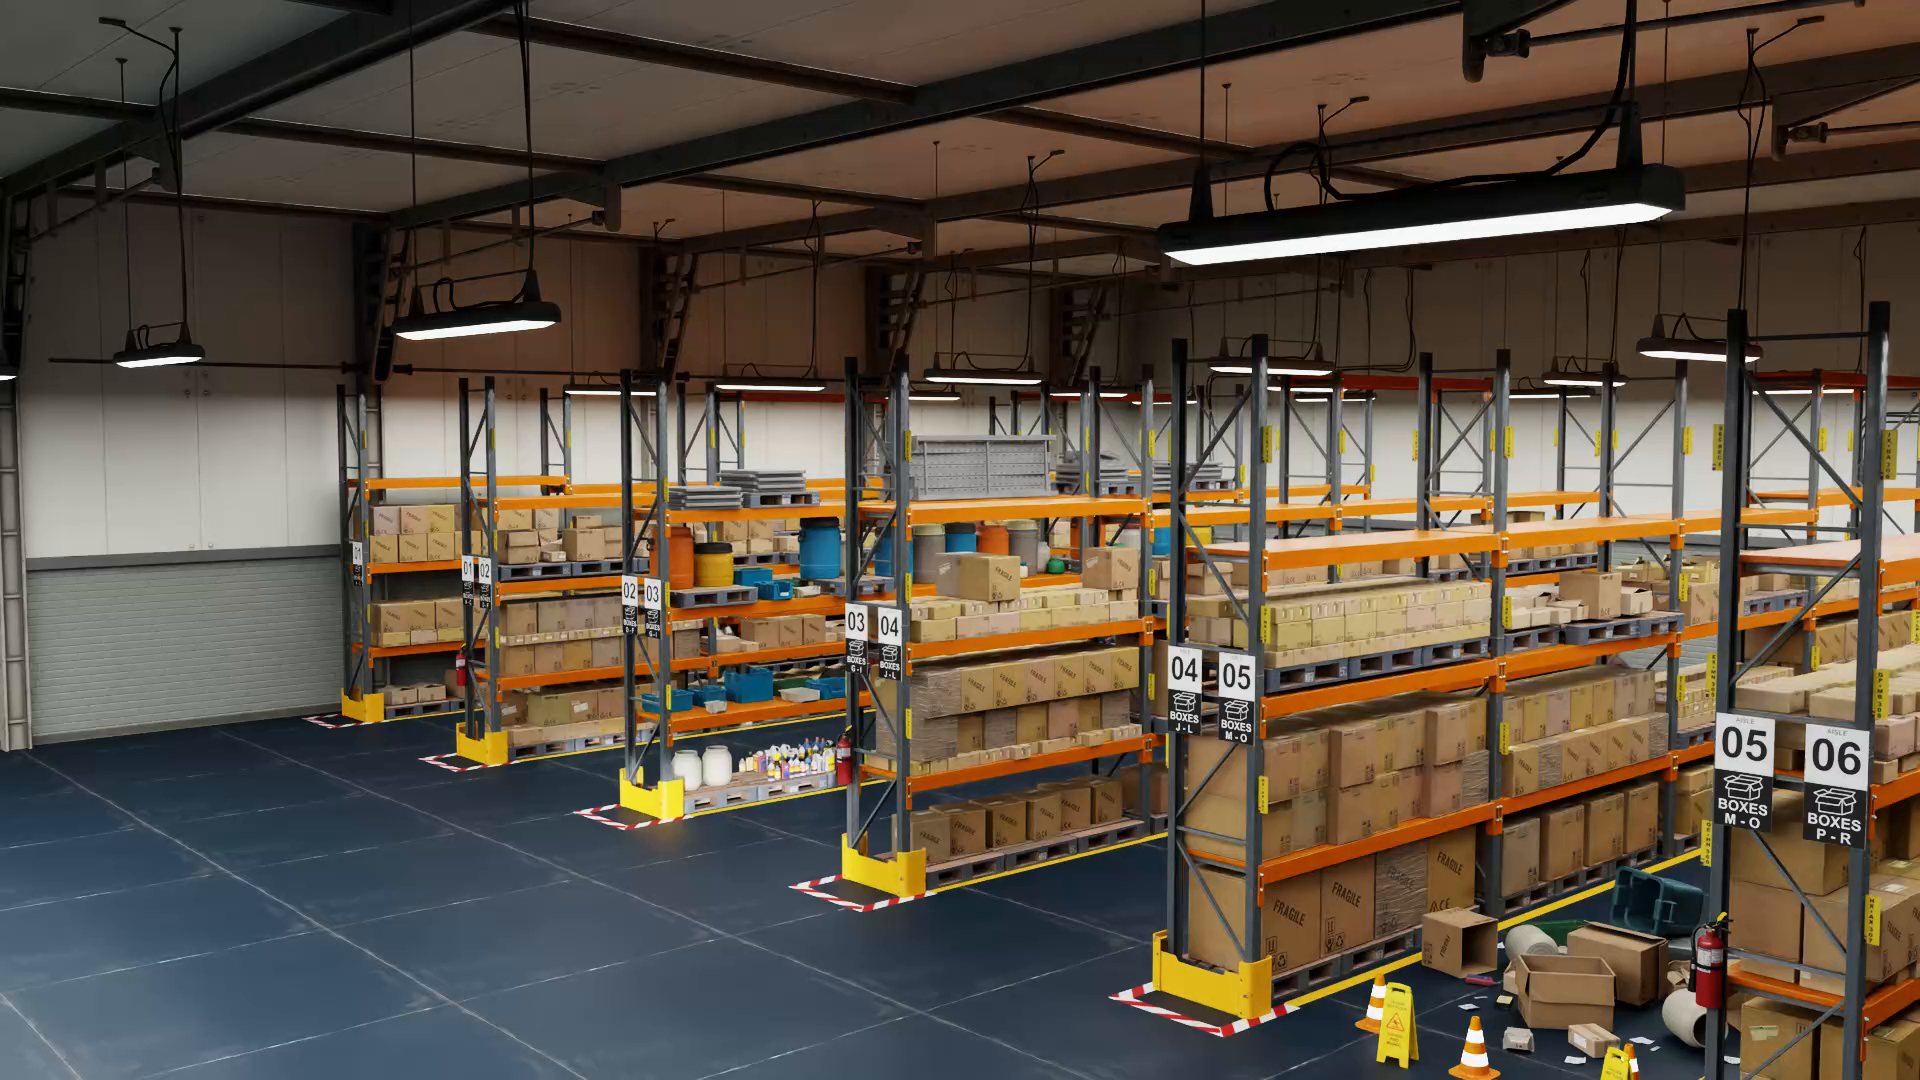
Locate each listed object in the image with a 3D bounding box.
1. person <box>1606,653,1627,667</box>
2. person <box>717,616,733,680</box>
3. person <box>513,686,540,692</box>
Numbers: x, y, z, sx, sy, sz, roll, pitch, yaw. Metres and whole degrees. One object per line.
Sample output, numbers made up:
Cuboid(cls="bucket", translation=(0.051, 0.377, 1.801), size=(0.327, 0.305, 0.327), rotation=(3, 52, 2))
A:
Cuboid(cls="person", translation=(10.493, 2.508, 26.945), size=(1.046, 1.728, 0.702), rotation=(-4, 5, -44))
Cuboid(cls="person", translation=(-4.517, 2.210, 31.483), size=(0.611, 1.783, 0.362), rotation=(-3, 5, -37))
Cuboid(cls="person", translation=(-7.659, 2.391, 29.192), size=(0.396, 1.859, 0.631), rotation=(4, 5, 45))
